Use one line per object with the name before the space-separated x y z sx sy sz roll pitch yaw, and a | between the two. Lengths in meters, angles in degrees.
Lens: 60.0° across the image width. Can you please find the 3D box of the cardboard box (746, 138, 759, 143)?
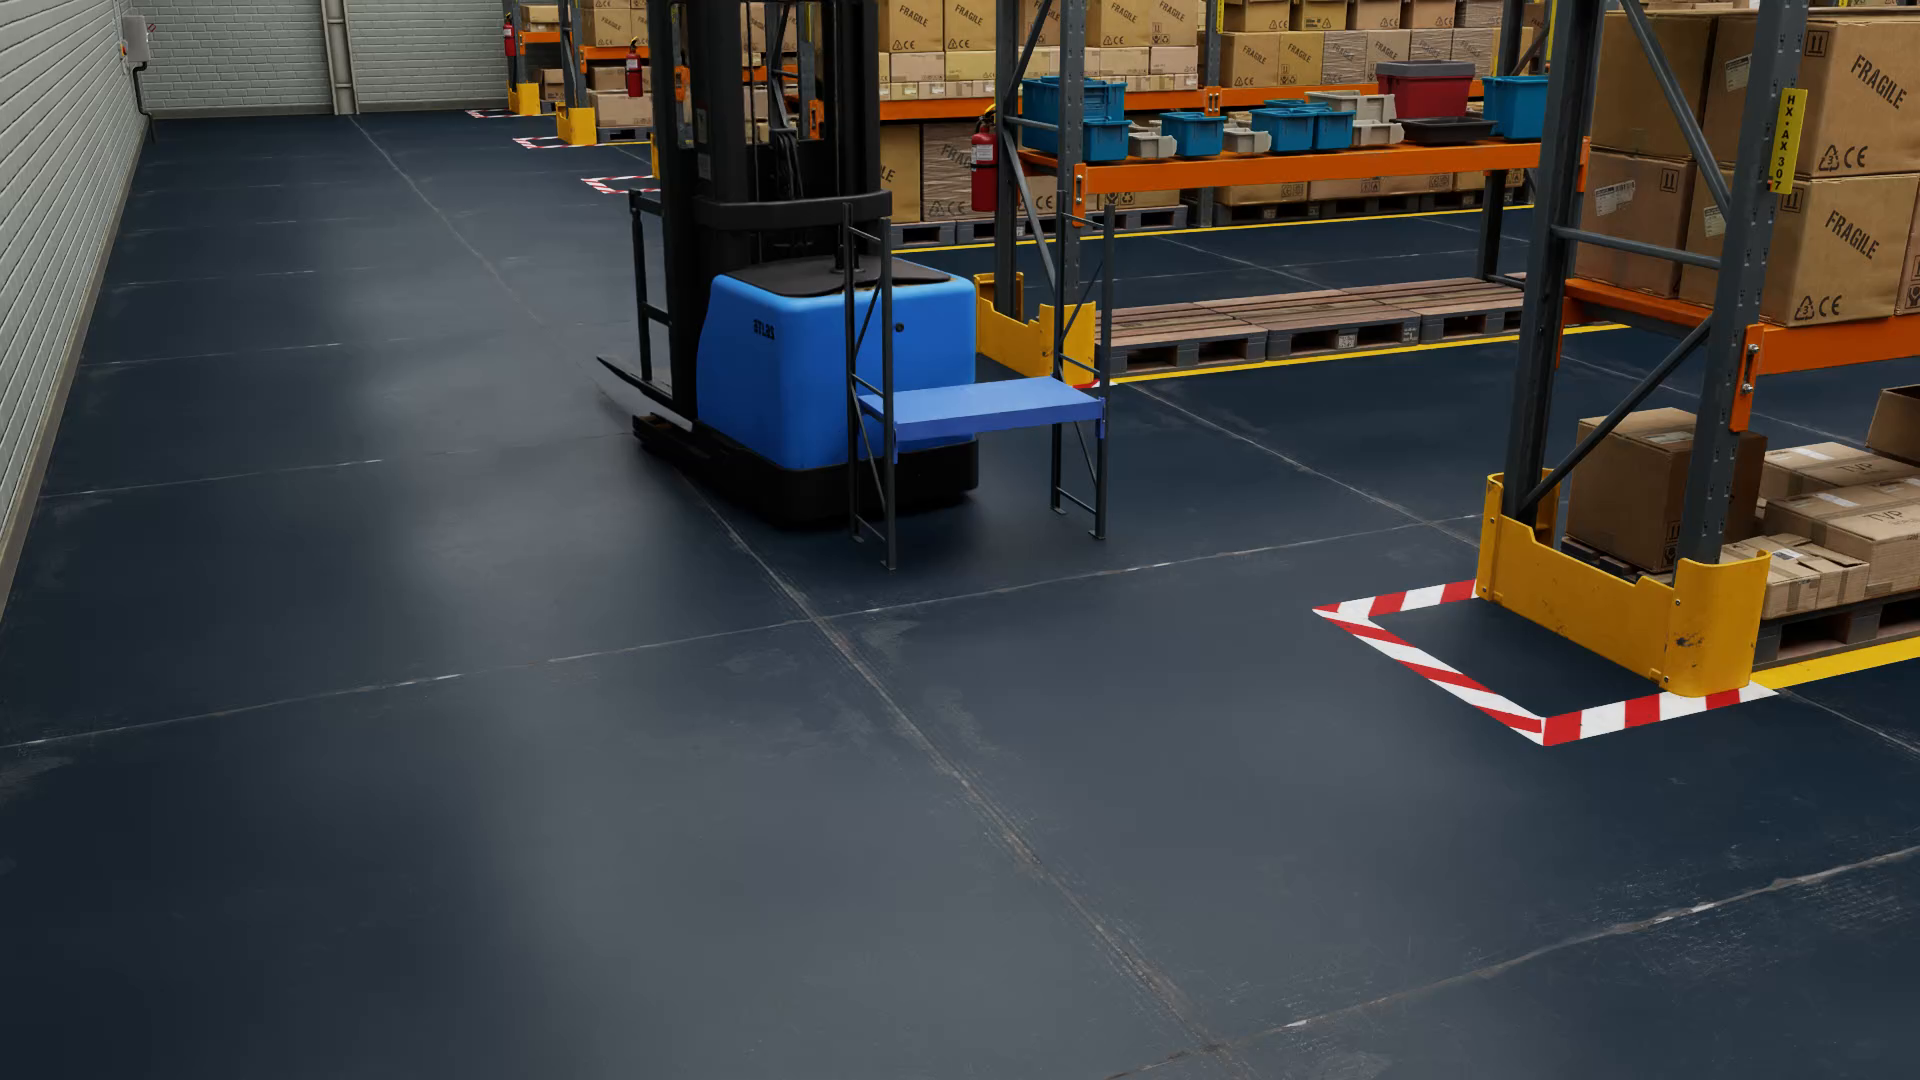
cardboard box | -2.501 -4.587 19.245 0.250 0.149 0.380 -8 21 -22

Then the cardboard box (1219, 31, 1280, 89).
cardboard box | 2.708 -4.616 15.964 0.500 0.500 0.500 -8 21 -22

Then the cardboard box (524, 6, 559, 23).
cardboard box | -6.858 -8.640 27.323 0.500 0.250 0.500 -8 21 -22

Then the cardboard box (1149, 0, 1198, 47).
cardboard box | 1.871 -4.865 15.473 0.500 0.500 0.500 -8 21 -20

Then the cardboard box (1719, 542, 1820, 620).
cardboard box | 2.955 0.150 6.209 0.250 0.149 0.380 -8 21 -22

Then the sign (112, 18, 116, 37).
sign | -10.617 -6.436 20.877 0.001 0.218 0.327 -8 21 -22

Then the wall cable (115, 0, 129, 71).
wall cable | -11.152 -7.241 22.042 0.122 1.984 0.588 -8 21 -22

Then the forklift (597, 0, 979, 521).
forklift | -1.108 -1.908 8.528 1.130 2.935 3.031 -11 22 -29

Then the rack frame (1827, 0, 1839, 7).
rack frame | 9.532 -5.637 19.014 0.127 3.000 1.000 -8 21 -22

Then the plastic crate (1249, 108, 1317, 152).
plastic crate | 2.042 -2.602 10.558 0.300 0.233 0.416 -8 21 -22

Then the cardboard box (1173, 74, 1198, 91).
cardboard box | 2.037 -4.326 15.669 0.250 0.149 0.380 -8 21 -22

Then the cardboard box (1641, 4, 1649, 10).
cardboard box | 9.480 -7.500 24.080 0.500 0.550 0.875 -8 21 -22

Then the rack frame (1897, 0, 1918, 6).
rack frame | 7.822 -3.600 13.230 0.127 3.000 1.000 -8 21 -22

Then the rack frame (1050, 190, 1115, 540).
rack frame | 0.545 -0.786 7.495 0.032 1.500 0.500 -8 21 -22

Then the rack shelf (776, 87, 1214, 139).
rack shelf | 0.350 -3.982 15.397 4.000 0.370 1.077 -8 21 -22

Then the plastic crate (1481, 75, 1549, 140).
plastic crate | 3.855 -2.929 11.258 0.575 0.384 0.392 -8 21 -22

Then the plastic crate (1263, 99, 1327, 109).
plastic crate | 2.260 -2.845 11.248 0.300 0.233 0.416 -8 21 -22

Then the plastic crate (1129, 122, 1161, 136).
plastic crate | 1.153 -2.614 10.736 0.243 0.136 0.396 -8 21 -22

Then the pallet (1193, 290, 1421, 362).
pallet | 2.367 -1.488 11.431 1.213 0.211 1.003 -8 21 -22

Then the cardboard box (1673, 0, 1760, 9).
cardboard box | 8.748 -6.056 18.669 1.000 1.000 1.000 -8 21 -22

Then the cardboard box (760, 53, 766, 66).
cardboard box | -2.261 -5.549 19.144 0.250 0.149 0.380 -7 21 -19

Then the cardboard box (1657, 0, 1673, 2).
cardboard box | 9.941 -8.099 24.156 0.550 0.550 0.875 -8 21 -22

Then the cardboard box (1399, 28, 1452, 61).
cardboard box | 4.569 -4.884 16.726 0.500 0.500 0.500 -9 21 -24

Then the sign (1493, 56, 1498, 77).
sign | 3.933 -3.372 12.166 0.005 0.325 0.100 -8 21 -22

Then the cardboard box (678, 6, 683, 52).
cardboard box | -3.047 -5.909 19.189 0.500 0.500 0.500 -8 21 -21

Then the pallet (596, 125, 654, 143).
pallet | -4.708 -5.894 23.943 1.213 0.211 1.003 -8 21 -22

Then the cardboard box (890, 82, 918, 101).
cardboard box | -0.559 -3.953 14.612 0.250 0.149 0.380 -9 21 -23

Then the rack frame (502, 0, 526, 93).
rack frame | -7.381 -8.593 27.411 0.127 3.000 1.000 -8 21 -22

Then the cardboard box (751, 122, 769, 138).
cardboard box | -2.255 -4.750 19.261 0.250 0.149 0.380 -8 21 -22

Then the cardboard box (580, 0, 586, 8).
cardboard box | -5.063 -7.735 23.317 0.500 0.500 0.500 -7 21 -20

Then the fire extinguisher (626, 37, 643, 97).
fire extinguisher | -3.772 -5.479 19.244 0.183 0.674 0.296 -8 21 -22

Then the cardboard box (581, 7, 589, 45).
cardboard box | -5.073 -7.271 23.506 0.500 0.500 0.500 -8 21 -22

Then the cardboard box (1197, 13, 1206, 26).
cardboard box | 3.000 -6.548 20.902 0.250 0.149 0.380 -8 21 -22

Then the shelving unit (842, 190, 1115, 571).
shelving unit | 0.078 -0.719 7.305 1.048 1.500 0.538 -8 21 -22

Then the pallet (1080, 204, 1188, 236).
pallet | 1.458 -3.193 16.272 1.213 0.211 1.003 -8 21 -22

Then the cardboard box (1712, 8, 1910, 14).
cardboard box | 3.198 -1.764 6.361 0.500 0.500 0.500 -8 21 -20

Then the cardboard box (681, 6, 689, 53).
cardboard box | -2.836 -5.746 18.726 0.500 0.500 0.500 -7 21 -19

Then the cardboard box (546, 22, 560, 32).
cardboard box | -6.755 -8.482 27.473 0.250 0.149 0.380 -8 21 -21

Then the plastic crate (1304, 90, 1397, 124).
plastic crate | 2.674 -2.901 11.334 0.530 0.282 0.437 -8 21 -22

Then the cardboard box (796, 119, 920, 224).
cardboard box | -0.930 -3.362 15.122 0.875 0.875 0.875 -8 21 -22

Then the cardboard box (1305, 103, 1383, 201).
cardboard box | 3.587 -3.988 16.899 0.875 0.875 1.225 -9 21 -24

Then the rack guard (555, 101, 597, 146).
rack guard | -5.433 -5.898 23.520 0.348 0.500 1.175 -8 21 -22

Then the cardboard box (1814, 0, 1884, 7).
cardboard box | 10.046 -6.277 18.730 0.500 0.500 0.500 -8 21 -22

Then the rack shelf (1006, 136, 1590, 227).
rack shelf | 2.312 -2.471 11.108 4.000 0.370 1.077 -8 21 -22

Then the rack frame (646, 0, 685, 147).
rack frame | -3.358 -5.584 18.864 0.127 3.000 1.000 -8 21 -22

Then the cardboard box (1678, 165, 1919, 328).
cardboard box | 4.004 -1.309 6.574 3.026 0.500 1.079 -8 21 -21

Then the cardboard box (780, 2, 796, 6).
cardboard box | -1.893 -6.351 18.939 0.500 0.500 0.500 -9 21 -23

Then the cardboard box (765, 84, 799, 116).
cardboard box | -2.358 -6.546 24.822 0.875 0.438 0.875 -8 21 -23

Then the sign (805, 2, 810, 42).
sign | -1.272 -4.334 13.891 0.005 0.325 0.100 -8 21 -22

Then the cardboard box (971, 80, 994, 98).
cardboard box | 7.076 -3.517 12.619 11.276 0.649 9.991 -8 21 -21

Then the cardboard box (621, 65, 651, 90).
cardboard box | -5.456 -7.803 28.299 0.500 0.500 0.500 -8 21 -21

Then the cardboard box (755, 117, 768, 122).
cardboard box | -2.268 -4.968 19.879 0.250 0.149 0.380 -9 21 -24

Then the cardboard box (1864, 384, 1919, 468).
cardboard box | 4.384 -0.344 7.079 0.637 0.503 0.797 -8 21 -22

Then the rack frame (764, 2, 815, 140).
rack frame | -1.486 -4.058 14.530 0.127 3.000 1.000 -8 21 -22

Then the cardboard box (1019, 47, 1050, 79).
cardboard box | 0.476 -4.314 15.036 0.500 0.250 0.500 -9 21 -23
